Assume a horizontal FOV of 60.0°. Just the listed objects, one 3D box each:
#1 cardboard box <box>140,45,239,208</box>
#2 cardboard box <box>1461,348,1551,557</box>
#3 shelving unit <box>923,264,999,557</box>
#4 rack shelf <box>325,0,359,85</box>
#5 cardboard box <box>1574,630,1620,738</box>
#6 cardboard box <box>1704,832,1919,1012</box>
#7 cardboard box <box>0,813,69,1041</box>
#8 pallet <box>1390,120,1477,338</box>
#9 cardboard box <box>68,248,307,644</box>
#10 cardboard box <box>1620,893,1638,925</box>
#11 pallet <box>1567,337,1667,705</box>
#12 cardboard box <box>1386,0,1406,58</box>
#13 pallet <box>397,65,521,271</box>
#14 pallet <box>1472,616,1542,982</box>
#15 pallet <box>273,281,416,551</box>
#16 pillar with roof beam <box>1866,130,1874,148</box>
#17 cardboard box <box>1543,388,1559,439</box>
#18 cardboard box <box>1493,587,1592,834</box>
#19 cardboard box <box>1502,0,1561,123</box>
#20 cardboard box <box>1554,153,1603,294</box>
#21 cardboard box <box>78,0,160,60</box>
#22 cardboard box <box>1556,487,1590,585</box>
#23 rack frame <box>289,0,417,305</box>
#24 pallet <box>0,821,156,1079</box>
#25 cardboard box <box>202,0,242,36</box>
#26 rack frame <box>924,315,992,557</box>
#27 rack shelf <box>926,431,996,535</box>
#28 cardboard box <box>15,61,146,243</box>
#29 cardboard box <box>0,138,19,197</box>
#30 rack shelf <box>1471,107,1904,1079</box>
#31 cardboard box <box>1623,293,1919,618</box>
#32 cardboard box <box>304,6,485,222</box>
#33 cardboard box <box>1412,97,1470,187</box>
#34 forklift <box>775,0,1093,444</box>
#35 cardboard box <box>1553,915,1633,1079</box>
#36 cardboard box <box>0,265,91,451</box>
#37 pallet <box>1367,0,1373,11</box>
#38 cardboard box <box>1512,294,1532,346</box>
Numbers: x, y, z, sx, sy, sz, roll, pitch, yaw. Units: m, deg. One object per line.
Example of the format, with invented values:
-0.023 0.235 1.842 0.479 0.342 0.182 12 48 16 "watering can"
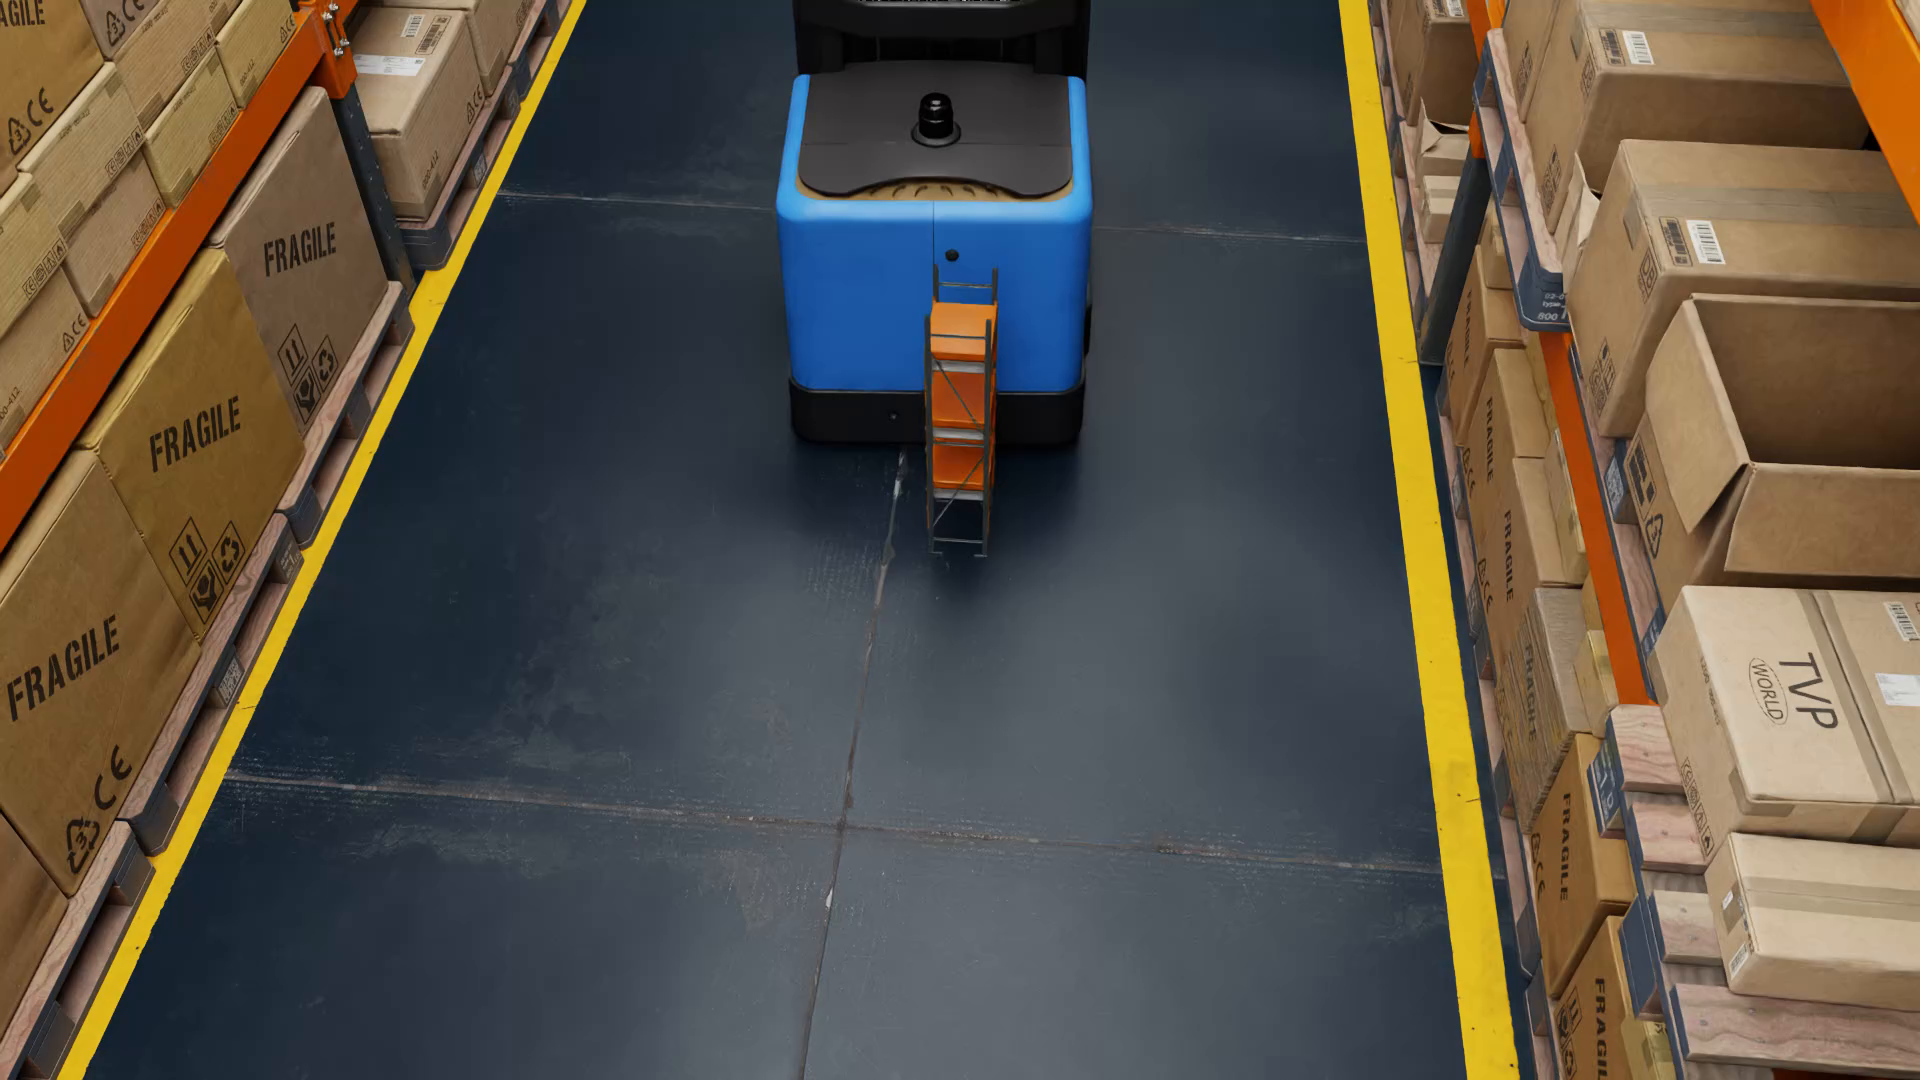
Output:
-2.522 -1.250 4.962 0.500 0.250 0.500 3 48 3 "cardboard box"
1.952 -0.256 5.361 0.500 0.500 0.500 3 48 3 "cardboard box"
0.005 -0.394 5.399 0.215 1.050 0.252 4 48 4 "shelving unit"
-2.502 -3.248 7.175 1.077 0.370 4.000 4 48 4 "rack shelf"
1.836 0.380 4.340 0.380 0.149 0.250 2 48 2 "cardboard box"
1.572 0.684 2.977 0.380 0.149 0.250 5 48 4 "cardboard box"
-2.903 0.992 3.966 0.875 0.875 0.875 3 48 3 "cardboard box"
2.322 -1.253 6.753 1.003 0.211 1.213 4 48 4 "pallet"
-2.736 -0.320 5.166 0.875 0.875 0.875 5 48 5 "cardboard box"
1.749 0.959 3.810 0.380 0.149 0.250 2 48 2 "cardboard box"
2.067 -0.115 3.953 1.003 0.211 1.213 4 48 4 "pallet"
2.209 -2.477 7.392 0.500 0.500 0.500 5 48 4 "cardboard box"
-2.537 -1.633 7.101 1.003 0.211 1.213 4 48 4 "pallet"
2.114 0.750 4.921 1.003 0.211 1.213 4 48 4 "pallet"
-2.680 -0.508 6.071 1.003 0.211 1.213 4 48 4 "pallet"
-1.067 -4.455 3.727 9.100 9.000 0.400 4 48 4 "pillar with roof beam"
1.989 -0.361 5.017 0.380 0.149 0.250 3 48 3 "cardboard box"
1.849 0.491 4.677 0.500 0.500 0.500 2 48 2 "cardboard box"
1.992 -1.525 4.760 0.700 0.500 0.500 5 48 5 "cardboard box"
1.750 -0.791 4.247 0.396 0.266 0.258 6 48 5 "cardboard box"
-2.515 -1.666 4.496 0.500 0.500 0.500 5 48 4 "cardboard box"
1.905 0.002 4.685 0.380 0.149 0.250 5 48 5 "cardboard box"
-2.685 -2.021 5.566 1.000 3.000 0.127 4 48 4 "rack frame"
-2.902 1.285 4.432 1.003 0.211 1.213 4 48 4 "pallet"
-2.483 -1.799 5.125 0.500 0.250 0.500 4 48 3 "cardboard box"
-0.006 -0.304 5.317 0.200 1.050 0.008 4 48 4 "rack frame"
0.005 -0.199 5.611 0.215 0.259 0.240 4 48 4 "rack shelf"
-2.562 -1.050 4.440 0.500 0.250 0.500 5 48 4 "cardboard box"
-2.613 -0.914 3.808 0.500 0.500 0.500 5 48 4 "cardboard box"
2.076 0.022 4.184 1.077 0.370 4.000 4 48 4 "rack shelf"
1.859 -0.139 3.490 0.797 0.503 0.637 3 48 3 "cardboard box"
-2.521 -1.752 6.772 0.875 0.438 0.875 3 48 3 "cardboard box"
2.050 -1.600 6.749 0.396 0.266 0.258 5 48 5 "cardboard box"
-0.062 -2.407 5.966 1.130 2.935 3.031 1 48 1 "forklift"
1.775 1.259 3.975 0.500 0.500 0.500 3 48 3 "cardboard box"
-2.630 -0.500 4.276 0.500 0.250 0.500 4 48 4 "cardboard box"
2.545 -3.046 8.393 1.003 0.211 1.213 4 48 4 "pallet"
2.013 -0.753 5.375 0.380 0.149 0.250 3 48 2 "cardboard box"
